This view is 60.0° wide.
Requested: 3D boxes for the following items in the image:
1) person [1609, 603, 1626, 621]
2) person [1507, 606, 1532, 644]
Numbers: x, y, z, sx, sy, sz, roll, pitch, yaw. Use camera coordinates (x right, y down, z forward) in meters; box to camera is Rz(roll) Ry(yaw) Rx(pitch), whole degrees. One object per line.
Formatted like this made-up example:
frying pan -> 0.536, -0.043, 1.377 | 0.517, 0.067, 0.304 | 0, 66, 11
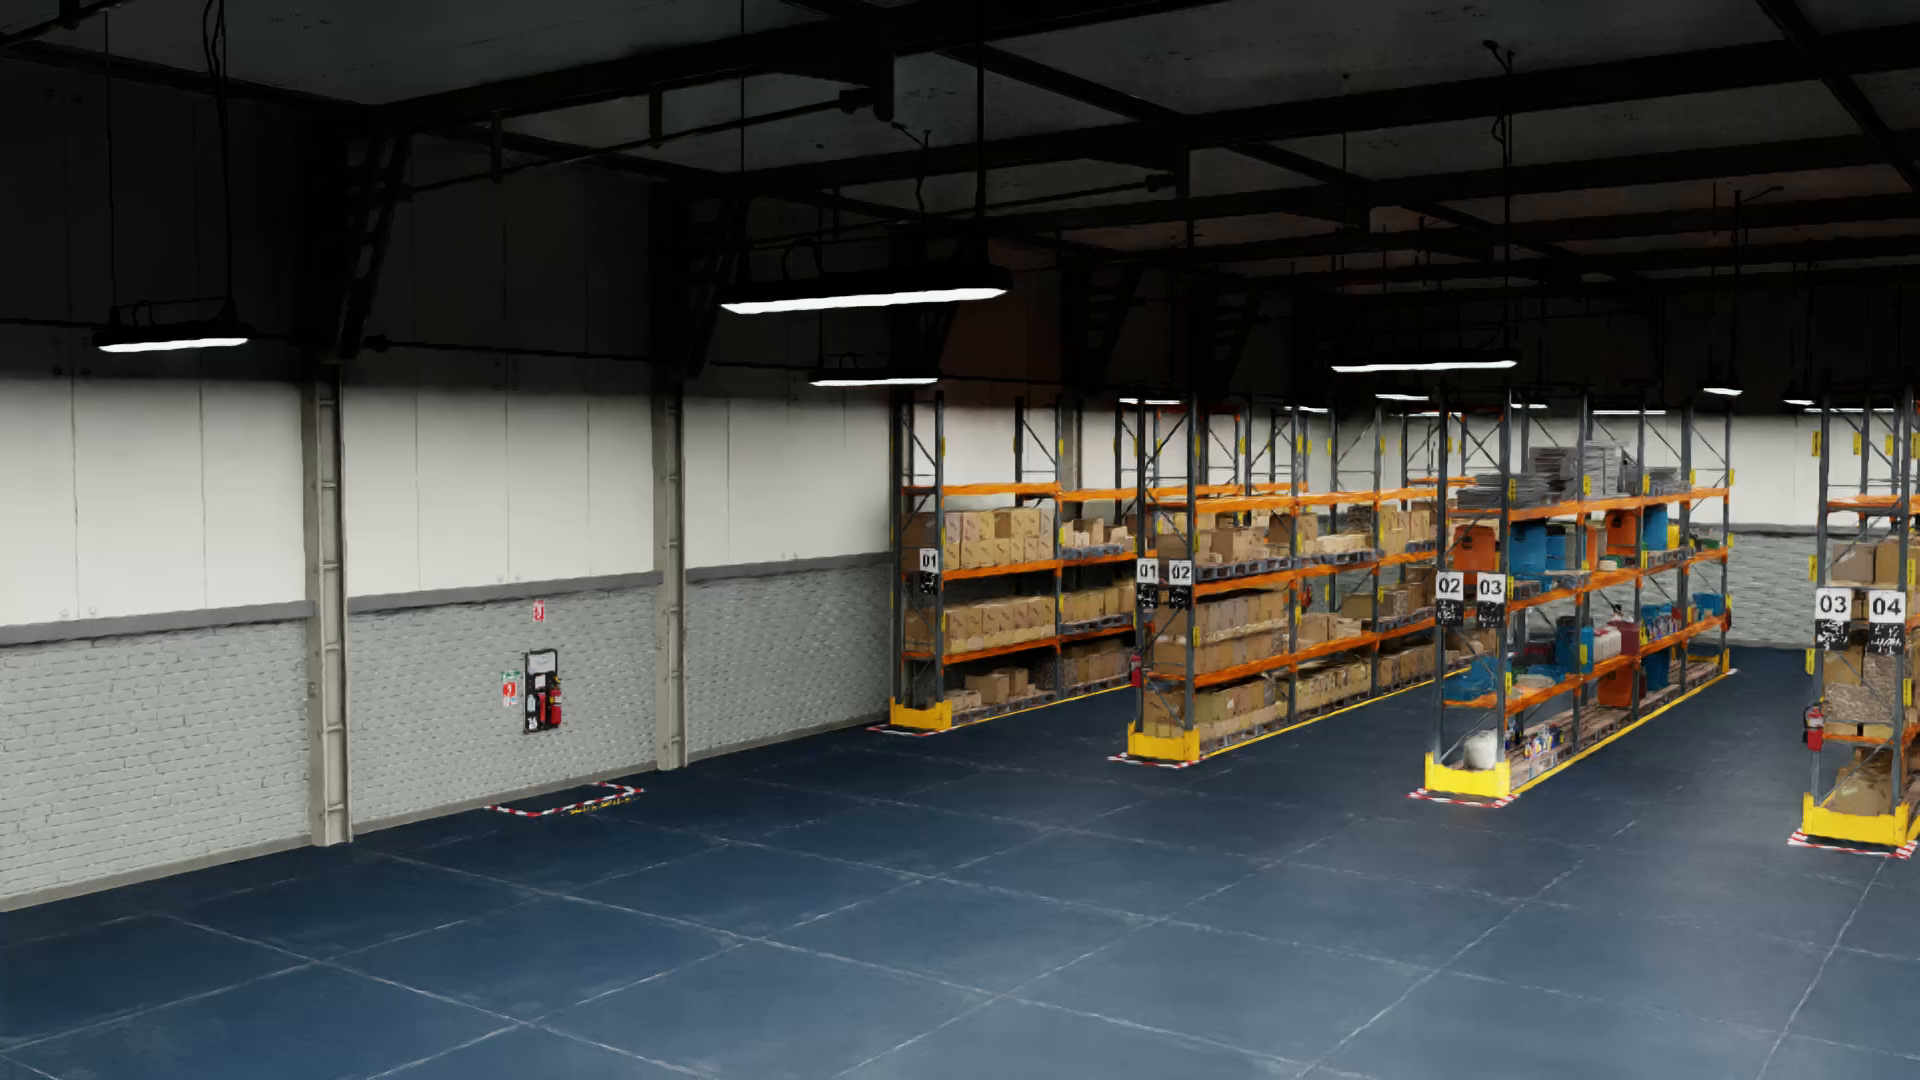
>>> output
person -> 13.907, 2.166, 35.284 | 0.561, 1.668, 0.569 | -2, 4, -30
person -> 14.032, 1.781, 41.836 | 0.689, 1.724, 0.773 | 1, 3, 15
